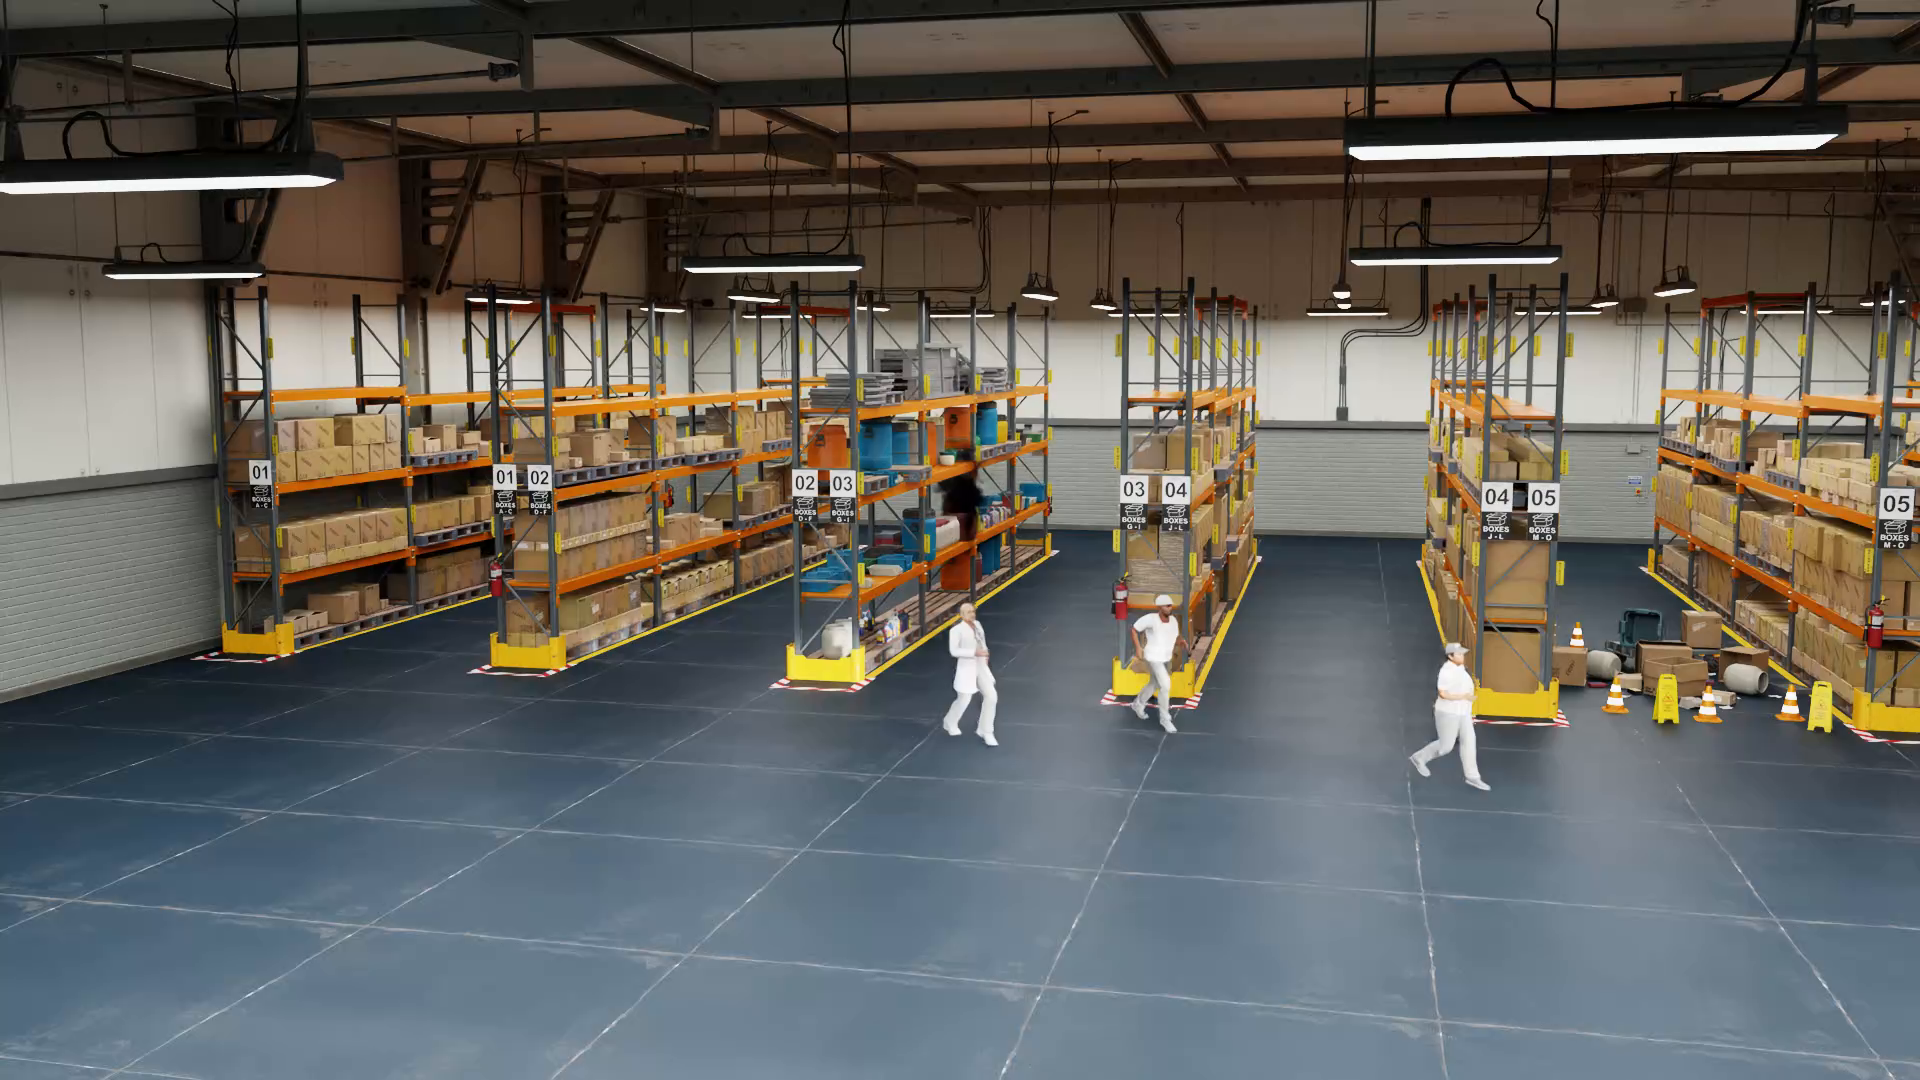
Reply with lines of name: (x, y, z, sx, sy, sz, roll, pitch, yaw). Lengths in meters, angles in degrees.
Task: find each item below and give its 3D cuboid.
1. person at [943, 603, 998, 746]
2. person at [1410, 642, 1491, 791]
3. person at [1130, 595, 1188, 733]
person: (0.138, 1.708, 21.247, 0.726, 1.823, 0.875, -5, 8, -39)
person: (5.623, 1.989, 18.996, 0.924, 1.666, 0.606, 6, 9, 41)
person: (2.618, 1.605, 22.077, 0.617, 1.802, 0.915, -6, 9, -43)
